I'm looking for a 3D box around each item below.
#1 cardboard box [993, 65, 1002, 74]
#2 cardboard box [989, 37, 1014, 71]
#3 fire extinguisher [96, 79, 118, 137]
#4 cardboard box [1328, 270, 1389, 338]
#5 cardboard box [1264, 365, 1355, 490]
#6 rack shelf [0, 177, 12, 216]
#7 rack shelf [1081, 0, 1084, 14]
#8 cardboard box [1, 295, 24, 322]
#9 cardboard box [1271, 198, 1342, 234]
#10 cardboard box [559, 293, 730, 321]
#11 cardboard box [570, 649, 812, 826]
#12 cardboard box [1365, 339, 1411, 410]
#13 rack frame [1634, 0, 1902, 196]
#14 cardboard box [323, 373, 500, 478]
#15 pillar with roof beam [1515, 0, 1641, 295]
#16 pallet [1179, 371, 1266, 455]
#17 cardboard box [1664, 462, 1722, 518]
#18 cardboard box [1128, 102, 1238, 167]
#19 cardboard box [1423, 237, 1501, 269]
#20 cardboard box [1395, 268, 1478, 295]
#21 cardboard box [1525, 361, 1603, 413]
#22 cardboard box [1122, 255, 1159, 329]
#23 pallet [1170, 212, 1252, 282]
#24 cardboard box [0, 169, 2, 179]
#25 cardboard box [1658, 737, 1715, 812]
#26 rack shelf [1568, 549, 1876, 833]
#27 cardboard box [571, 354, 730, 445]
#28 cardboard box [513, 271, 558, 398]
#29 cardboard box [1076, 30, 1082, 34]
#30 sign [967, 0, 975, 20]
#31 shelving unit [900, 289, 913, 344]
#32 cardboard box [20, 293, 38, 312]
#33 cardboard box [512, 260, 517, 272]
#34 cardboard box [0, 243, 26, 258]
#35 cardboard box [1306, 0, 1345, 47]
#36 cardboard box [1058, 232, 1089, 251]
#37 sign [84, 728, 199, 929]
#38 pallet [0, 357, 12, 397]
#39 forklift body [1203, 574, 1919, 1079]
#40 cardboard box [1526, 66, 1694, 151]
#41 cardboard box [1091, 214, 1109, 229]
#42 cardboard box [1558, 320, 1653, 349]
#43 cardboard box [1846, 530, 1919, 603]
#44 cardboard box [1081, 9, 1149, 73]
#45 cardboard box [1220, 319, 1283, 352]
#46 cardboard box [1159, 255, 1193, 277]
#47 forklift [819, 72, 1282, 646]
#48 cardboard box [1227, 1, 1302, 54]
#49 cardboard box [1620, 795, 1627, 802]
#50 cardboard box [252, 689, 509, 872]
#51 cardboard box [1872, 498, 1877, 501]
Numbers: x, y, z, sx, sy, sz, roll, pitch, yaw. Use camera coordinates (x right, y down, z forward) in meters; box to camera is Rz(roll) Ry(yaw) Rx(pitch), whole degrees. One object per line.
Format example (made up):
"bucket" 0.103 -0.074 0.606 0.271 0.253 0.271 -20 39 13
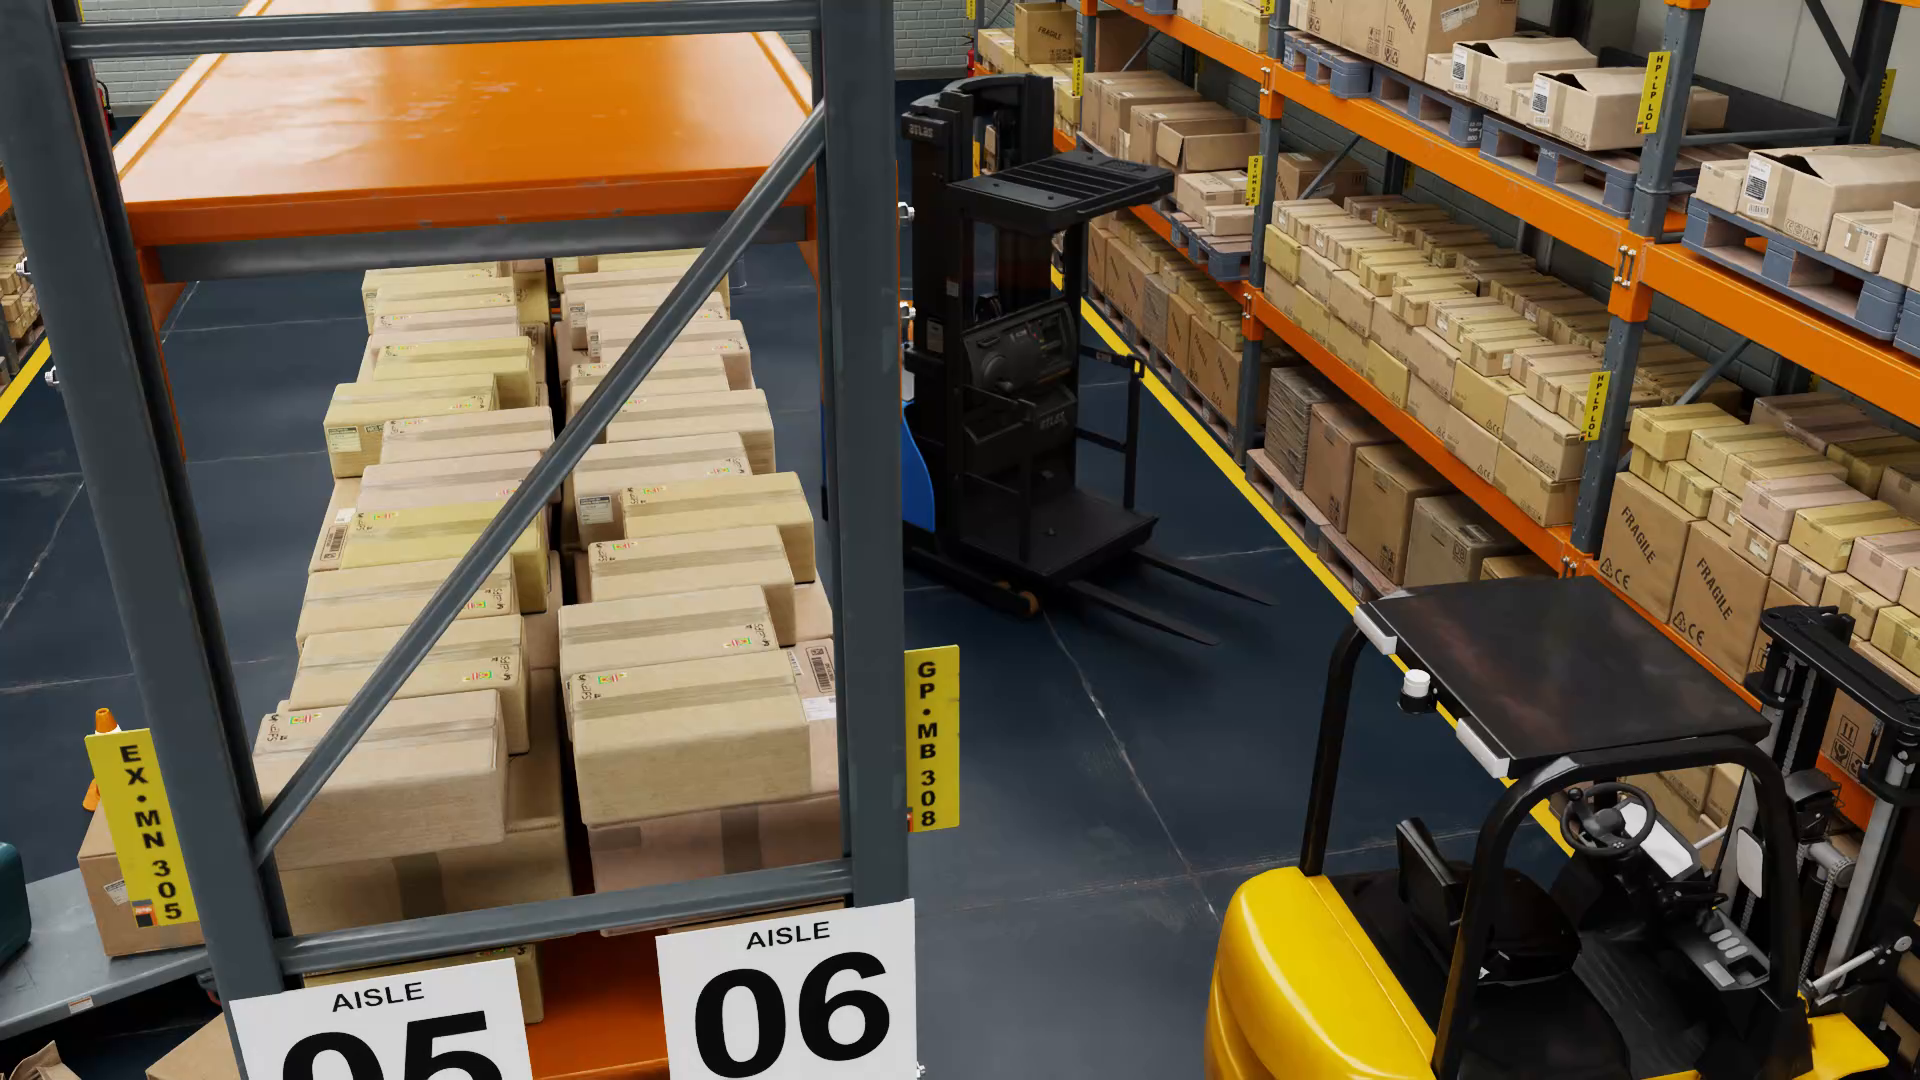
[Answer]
"cardboard box" 0.560 -5.048 17.701 0.380 0.149 0.250 -5 27 -10
"cardboard box" 0.604 -5.057 17.277 0.500 0.250 0.500 -6 27 -11
"fire extinguisher" -8.592 -4.343 16.526 0.296 0.674 0.183 -6 27 -12
"cardboard box" 2.527 -1.413 9.831 0.500 0.250 0.500 -7 28 -13
"cardboard box" 2.581 -0.780 11.135 0.875 0.625 0.625 -5 27 -10
"rack shelf" -8.534 -3.188 14.535 1.077 0.370 4.000 -6 27 -12
"rack shelf" 1.101 -5.579 15.945 1.077 0.370 4.000 -6 27 -12
"cardboard box" -7.853 -1.870 13.494 0.380 0.149 0.250 -5 27 -9
"cardboard box" 2.238 -2.092 10.735 0.380 0.149 0.250 -5 27 -10
"cardboard box" -1.004 -0.682 5.281 0.500 0.250 0.500 -6 27 -12
"cardboard box" -0.460 0.331 2.831 0.380 0.149 0.250 -6 27 -12
"cardboard box" 2.662 -0.966 9.502 0.500 0.250 0.500 -5 27 -10
"rack frame" 3.355 -2.850 6.409 1.000 3.000 0.127 -6 27 -12
"cardboard box" -1.321 -0.281 4.043 0.380 0.149 0.250 -5 27 -10
"pillar with roof beam" -0.569 -3.688 8.069 9.100 9.000 0.400 -6 27 -12
"pallet" 2.322 -1.014 12.525 1.003 0.211 1.213 -6 27 -12
"cardboard box" 3.230 -0.225 7.037 0.380 0.149 0.250 -5 27 -10
"cardboard box" 1.737 -3.109 13.003 0.700 0.500 0.500 -6 27 -12
"cardboard box" 2.997 -1.693 9.944 0.380 0.149 0.250 -6 27 -12
"cardboard box" 2.692 -1.422 9.407 0.380 0.149 0.250 -6 27 -12
"cardboard box" 2.986 -0.745 8.065 0.380 0.149 0.250 -6 27 -12
"cardboard box" 1.679 -2.068 13.825 0.500 0.500 0.500 -7 28 -13
"pallet" 2.232 -2.132 11.858 1.213 0.211 1.003 -6 27 -12
"cardboard box" -8.126 -3.014 13.671 0.380 0.149 0.250 -7 28 -14
"cardboard box" 3.263 0.892 7.130 0.500 0.250 0.500 -6 27 -12
"rack shelf" 3.805 1.028 6.183 1.077 0.370 4.000 -6 27 -12
"cardboard box" -0.773 -0.341 4.161 0.380 0.149 0.250 -5 27 -11
"cardboard box" -1.523 -0.624 5.165 0.500 0.250 0.500 -6 27 -12
"cardboard box" 1.013 -5.330 17.818 0.500 0.250 0.500 -5 27 -10
"sign" 0.122 -5.771 17.894 0.100 0.325 0.005 -6 27 -12
"shelving unit" -0.573 -1.150 11.780 0.538 1.125 1.048 1 27 3
"cardboard box" -8.019 -1.959 14.000 0.380 0.149 0.250 -6 27 -12
"cardboard box" -1.640 -0.966 5.400 0.380 0.149 0.250 -5 27 -10
"cardboard box" -8.127 -2.449 14.310 0.380 0.149 0.250 -5 27 -10
"cardboard box" 2.379 -3.201 9.745 0.500 0.500 0.500 -6 27 -11
"cardboard box" 1.140 -2.813 15.692 0.380 0.149 0.250 -7 28 -13
"sign" -1.124 0.403 2.310 0.100 0.325 0.005 -6 27 -12
"pallet" -7.906 -1.044 12.585 1.003 0.211 1.213 -6 27 -12
"forklift body" 2.051 1.316 5.755 2.313 2.155 1.214 -6 27 -12
"cardboard box" 2.954 -1.996 7.568 0.500 0.311 0.500 -7 28 -13
"cardboard box" 1.373 -2.860 14.676 0.380 0.149 0.250 -5 27 -9
"cardboard box" 3.342 -1.025 8.620 0.380 0.149 0.250 -6 27 -12
"cardboard box" 3.505 0.089 6.084 0.380 0.149 0.250 -6 27 -12
"cardboard box" 1.475 -4.765 15.865 0.500 0.500 0.500 -7 28 -13
"cardboard box" 2.095 -1.480 11.941 0.380 0.149 0.250 -7 28 -14
"cardboard box" 1.818 -2.178 13.324 0.380 0.149 0.250 -6 27 -11
"forklift" 0.517 -1.107 9.691 3.031 2.935 1.130 23 35 38
"cardboard box" 2.101 -3.400 10.995 0.500 0.250 0.500 -7 28 -13
"cardboard box" 3.271 1.336 7.360 0.500 0.250 0.500 -7 28 -13
"cardboard box" -0.943 0.389 2.716 0.380 0.149 0.250 -6 27 -11
"cardboard box" 3.819 -0.167 6.922 0.380 0.149 0.250 -5 27 -10
